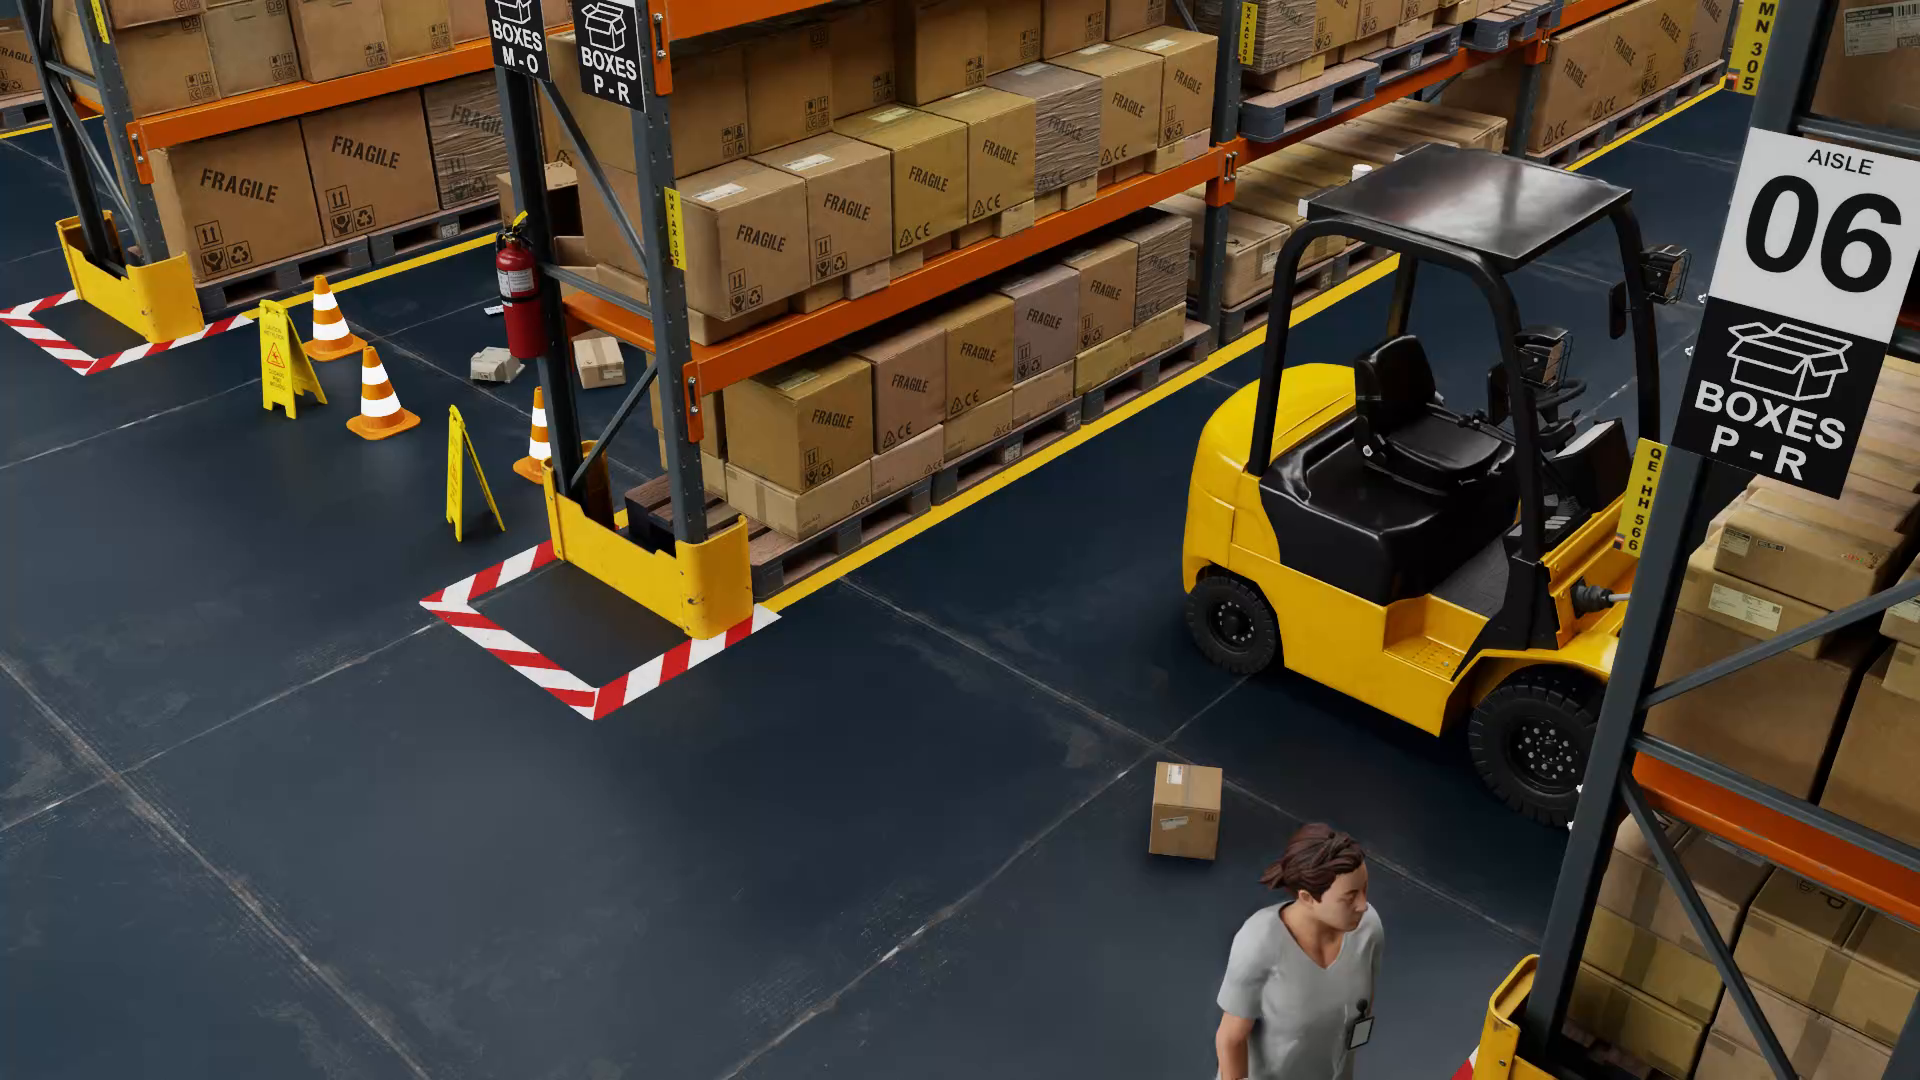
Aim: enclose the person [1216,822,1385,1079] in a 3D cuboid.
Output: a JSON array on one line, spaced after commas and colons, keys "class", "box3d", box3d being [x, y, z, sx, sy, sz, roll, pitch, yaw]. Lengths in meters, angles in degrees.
[{"class": "person", "box3d": [0.854, 1.377, 4.364, 0.479, 1.570, 0.743, -6, 32, -10]}]
